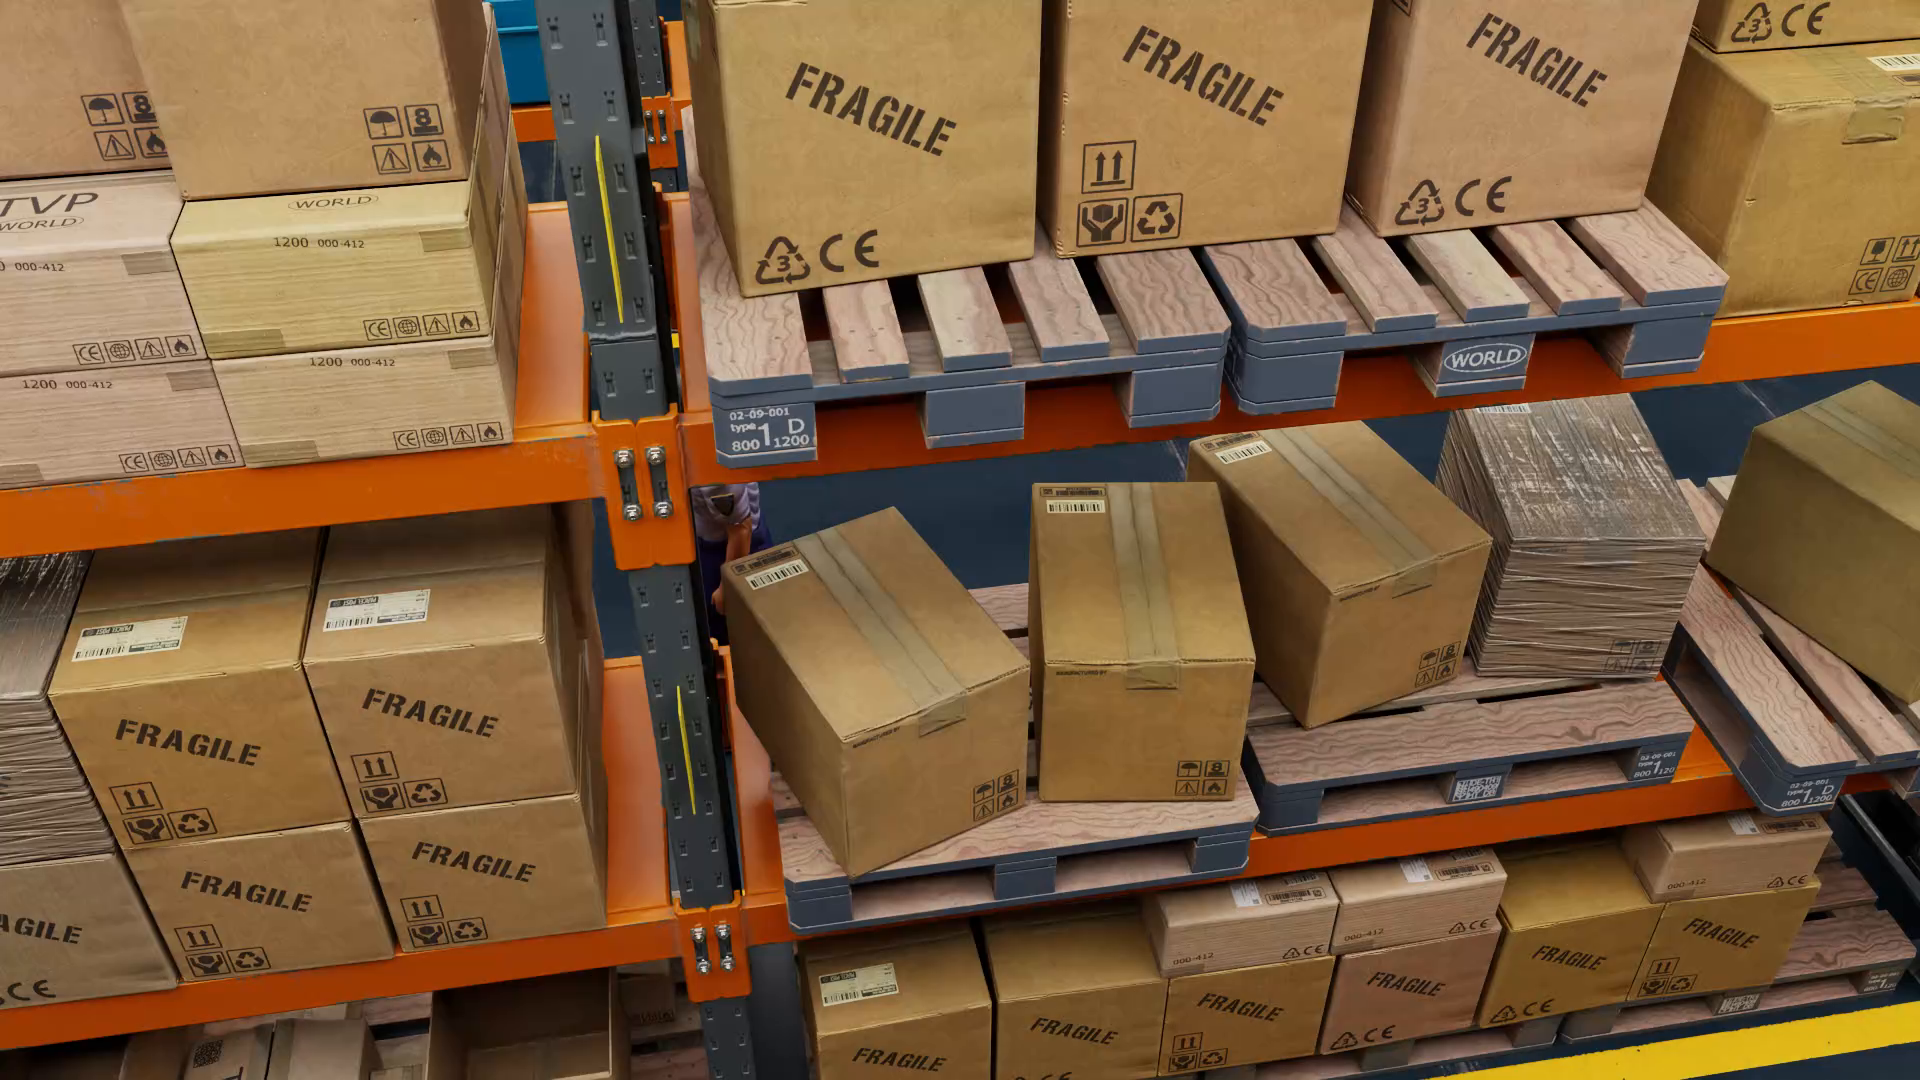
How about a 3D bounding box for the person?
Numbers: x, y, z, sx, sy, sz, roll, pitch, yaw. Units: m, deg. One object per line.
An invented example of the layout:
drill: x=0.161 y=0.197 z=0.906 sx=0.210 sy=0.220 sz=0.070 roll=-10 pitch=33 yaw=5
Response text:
person: x=-0.876 y=0.042 z=6.107 sx=0.377 sy=1.652 sz=0.538 roll=-11 pitch=40 yaw=-13
